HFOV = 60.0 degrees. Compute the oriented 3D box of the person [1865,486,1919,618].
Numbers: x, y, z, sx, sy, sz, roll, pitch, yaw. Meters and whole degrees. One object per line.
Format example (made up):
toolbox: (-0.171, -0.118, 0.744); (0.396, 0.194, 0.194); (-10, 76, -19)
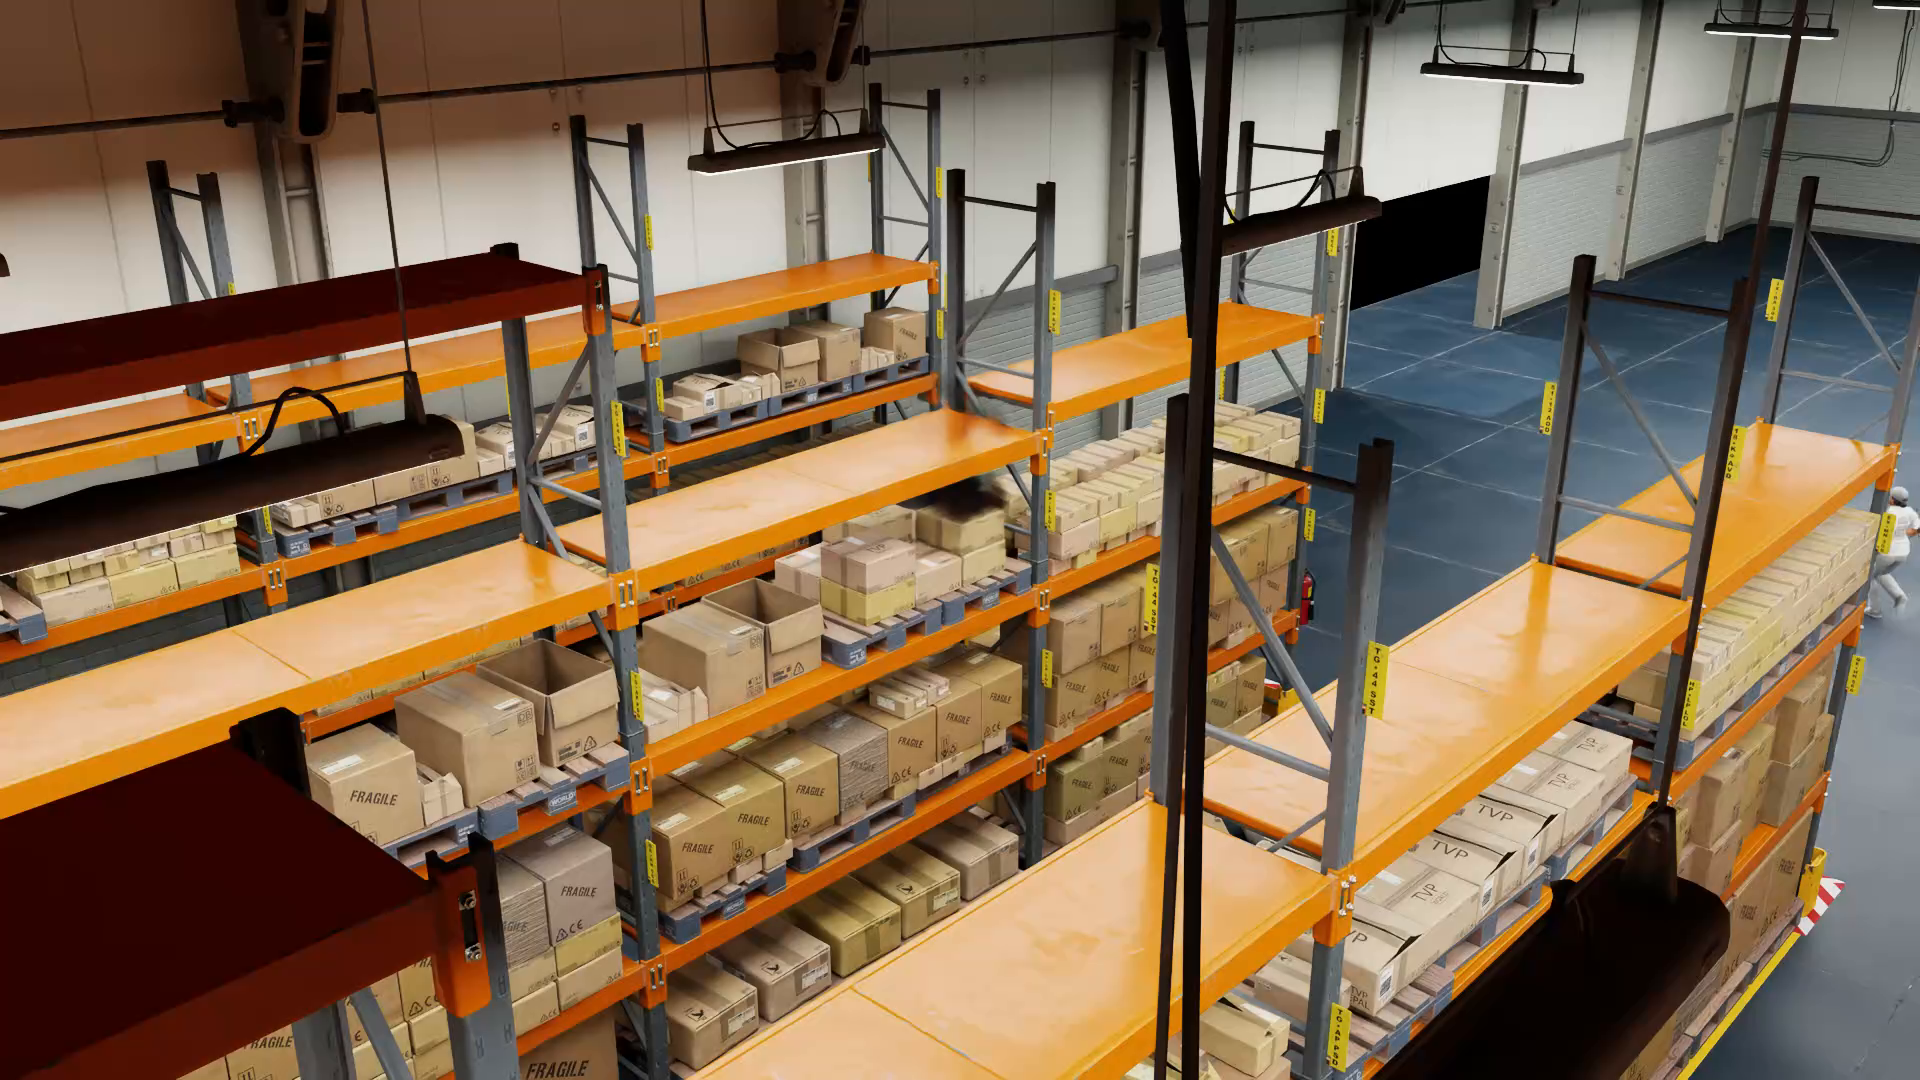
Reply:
person: (10.829, 0.156, 19.383); (0.596, 1.621, 0.544); (-7, 22, -18)
